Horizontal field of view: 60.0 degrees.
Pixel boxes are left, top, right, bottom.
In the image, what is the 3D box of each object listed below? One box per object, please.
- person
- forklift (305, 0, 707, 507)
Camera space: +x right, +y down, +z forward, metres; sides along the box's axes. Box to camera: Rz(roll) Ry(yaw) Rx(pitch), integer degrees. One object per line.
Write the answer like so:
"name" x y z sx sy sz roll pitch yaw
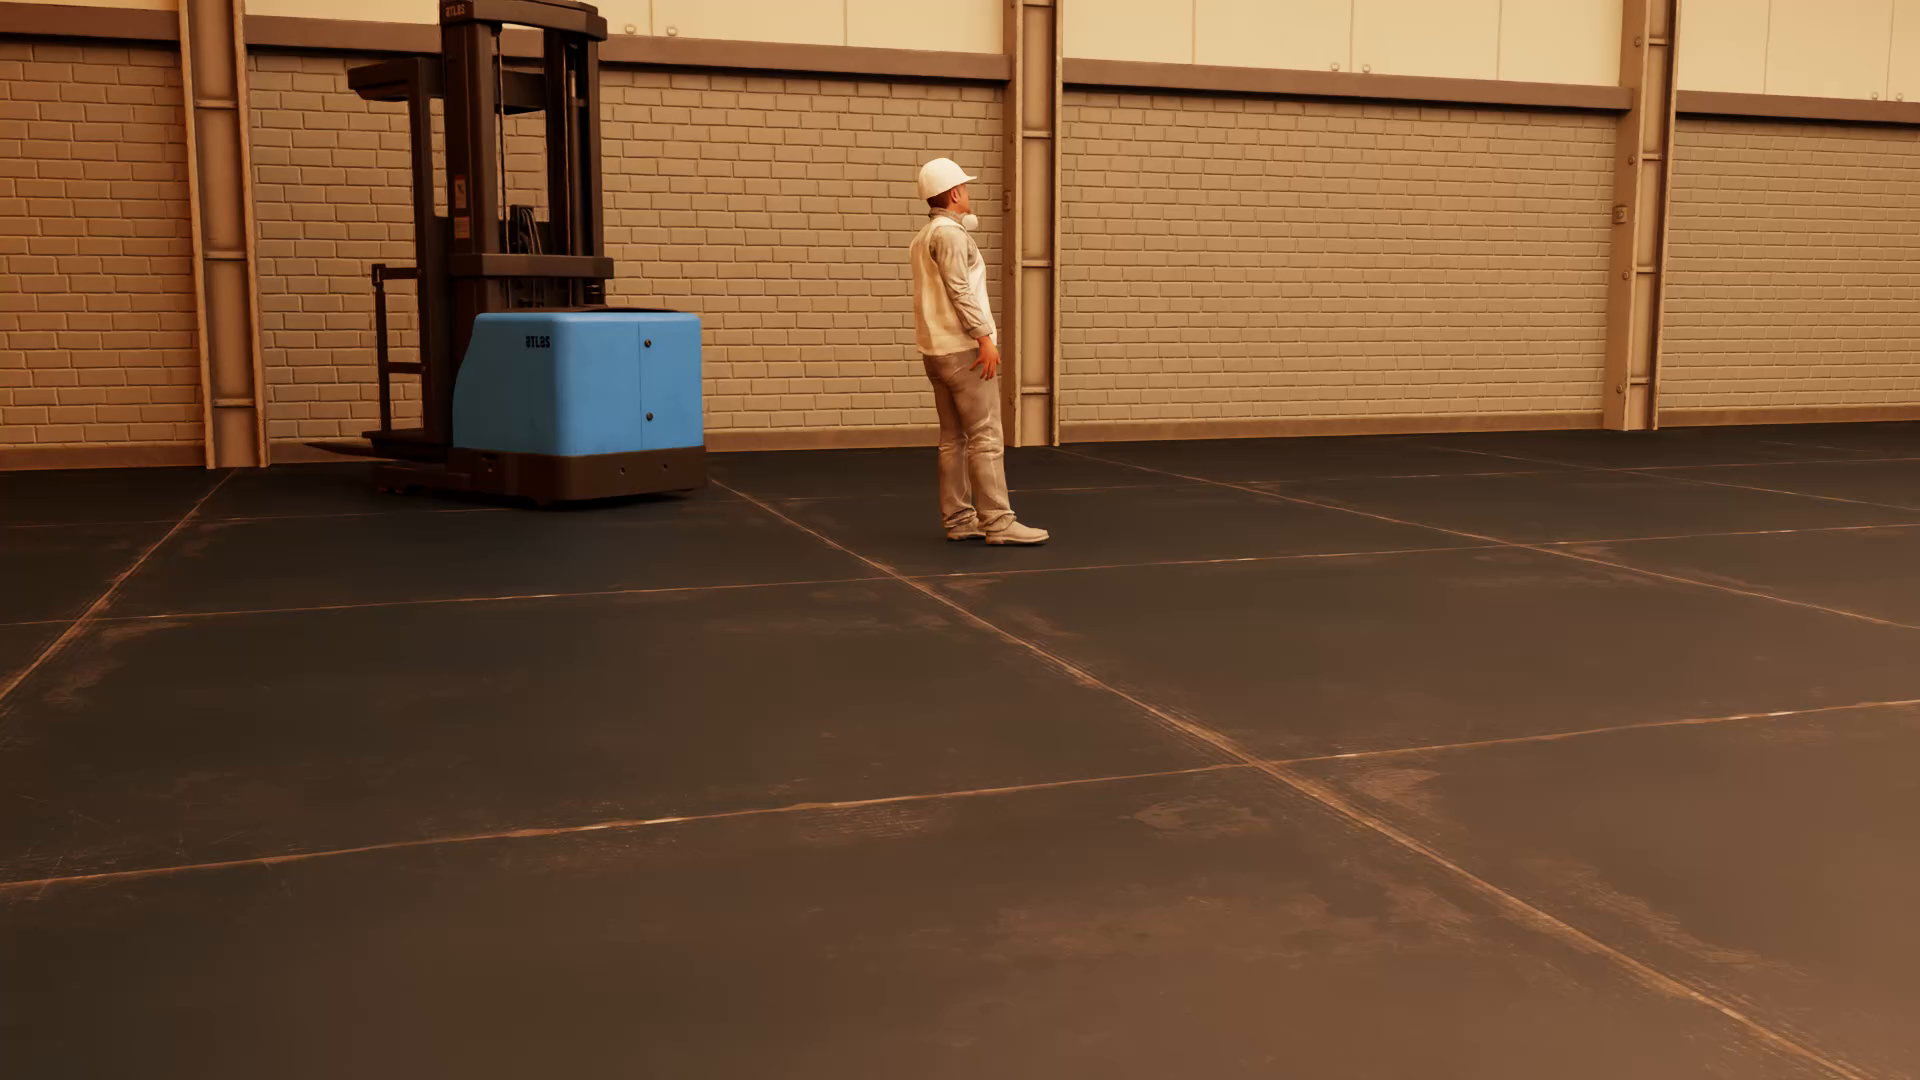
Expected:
"person" 0.063 -0.887 7.813 0.566 1.775 0.626 -3 8 -18
"forklift" -2.931 -1.770 10.064 3.031 2.935 1.130 6 10 39
